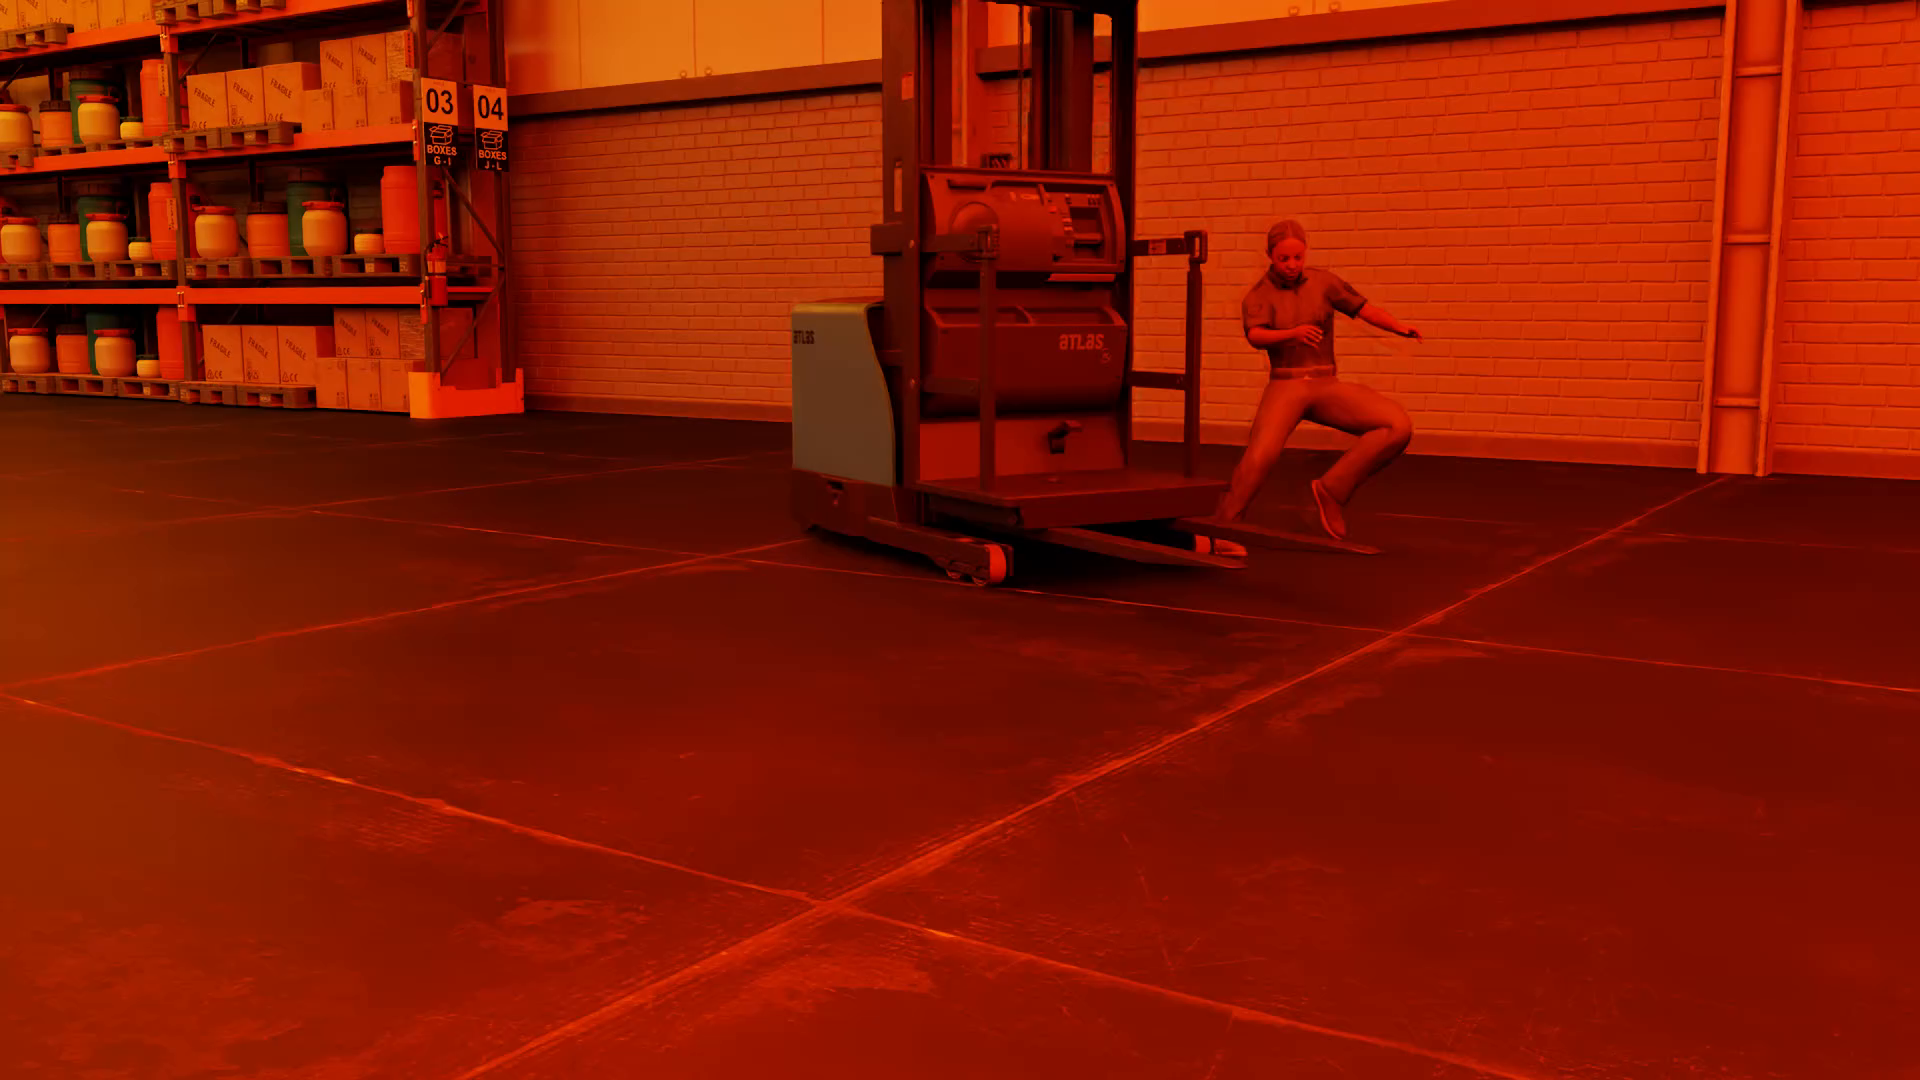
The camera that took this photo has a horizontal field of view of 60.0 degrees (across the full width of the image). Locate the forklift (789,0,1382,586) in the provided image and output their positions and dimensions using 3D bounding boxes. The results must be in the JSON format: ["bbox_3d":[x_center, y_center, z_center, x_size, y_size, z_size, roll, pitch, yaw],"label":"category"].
[{"bbox_3d":[0.390,-1.347,6.664,1.130,2.935,3.031,-5,9,-31],"label":"forklift"}]

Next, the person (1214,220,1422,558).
[{"bbox_3d":[1.484,-0.642,7.028,0.863,1.413,0.735,-1,8,-10],"label":"person"}]
